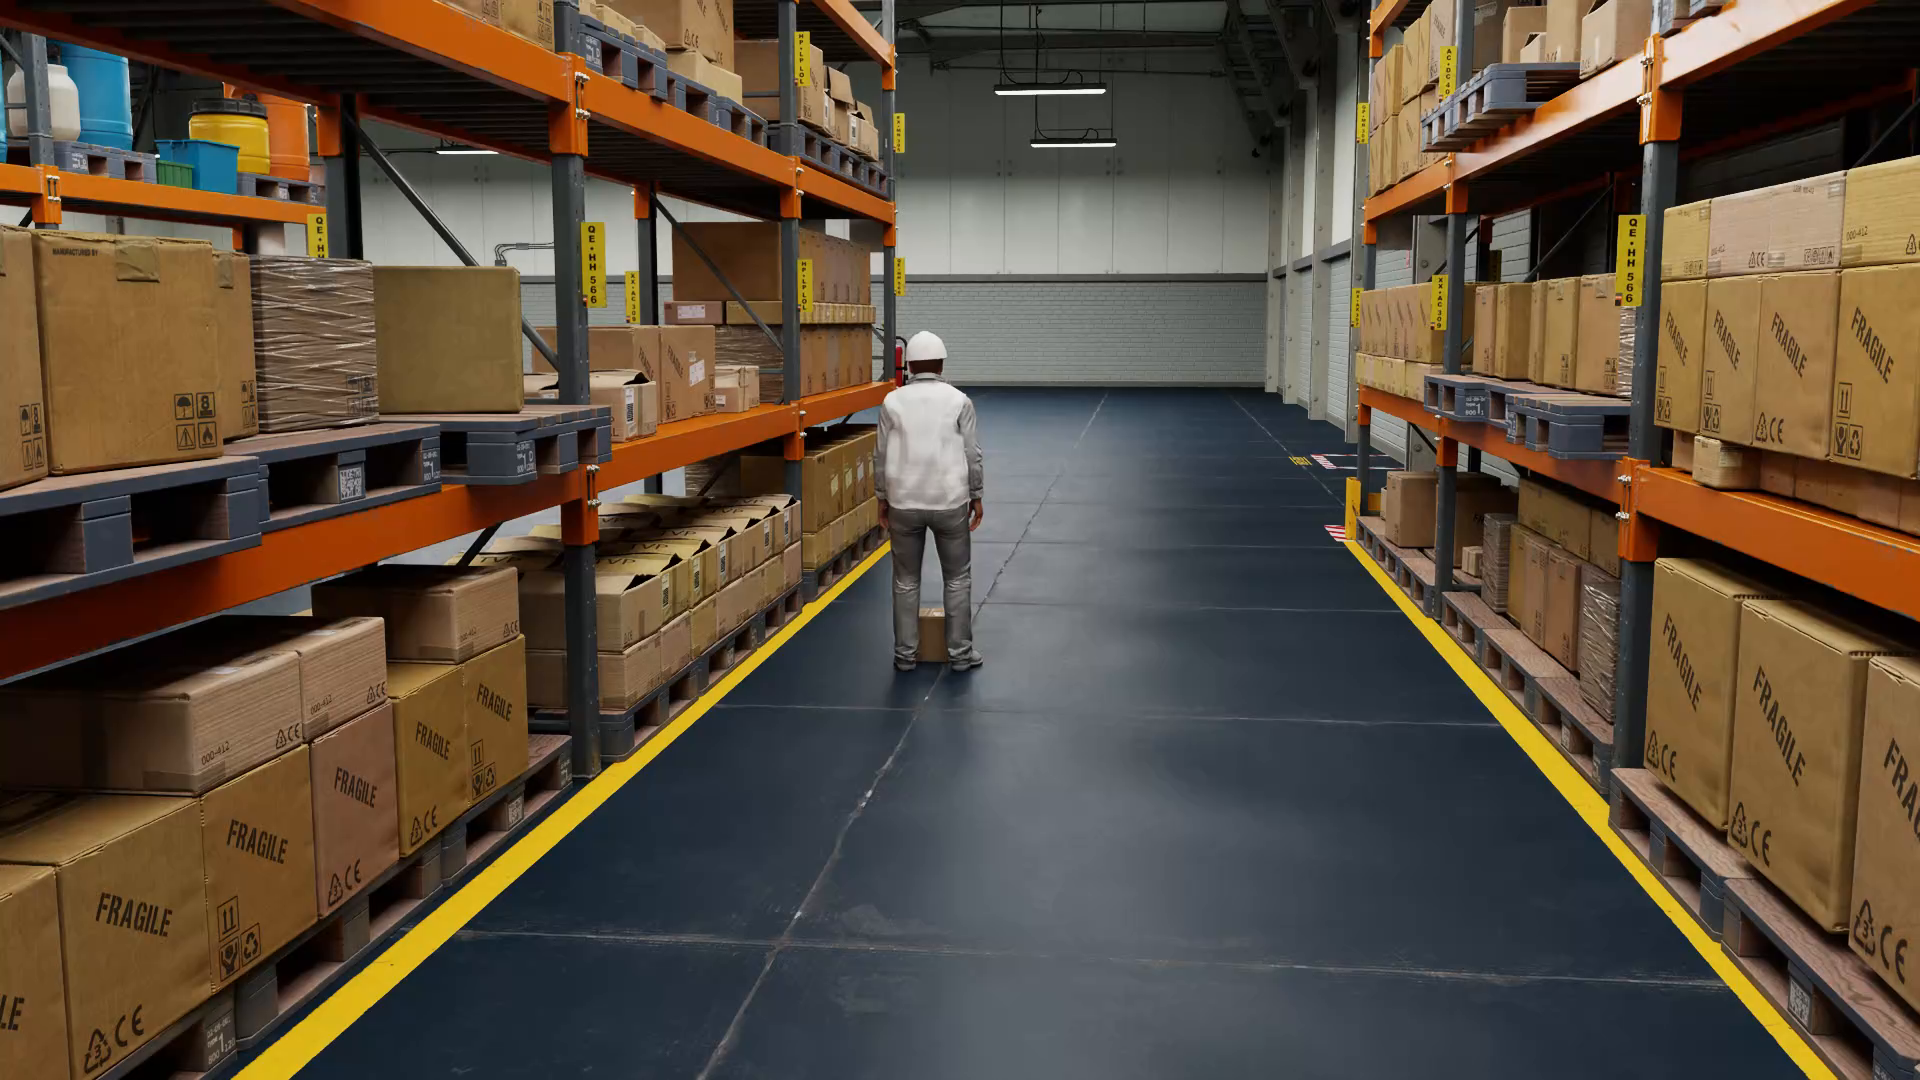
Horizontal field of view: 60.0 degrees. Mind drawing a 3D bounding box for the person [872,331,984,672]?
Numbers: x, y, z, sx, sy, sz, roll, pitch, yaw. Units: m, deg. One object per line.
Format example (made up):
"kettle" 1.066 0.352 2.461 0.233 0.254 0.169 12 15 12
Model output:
"person" -0.163 -0.201 8.713 0.578 1.770 0.462 1 8 5
